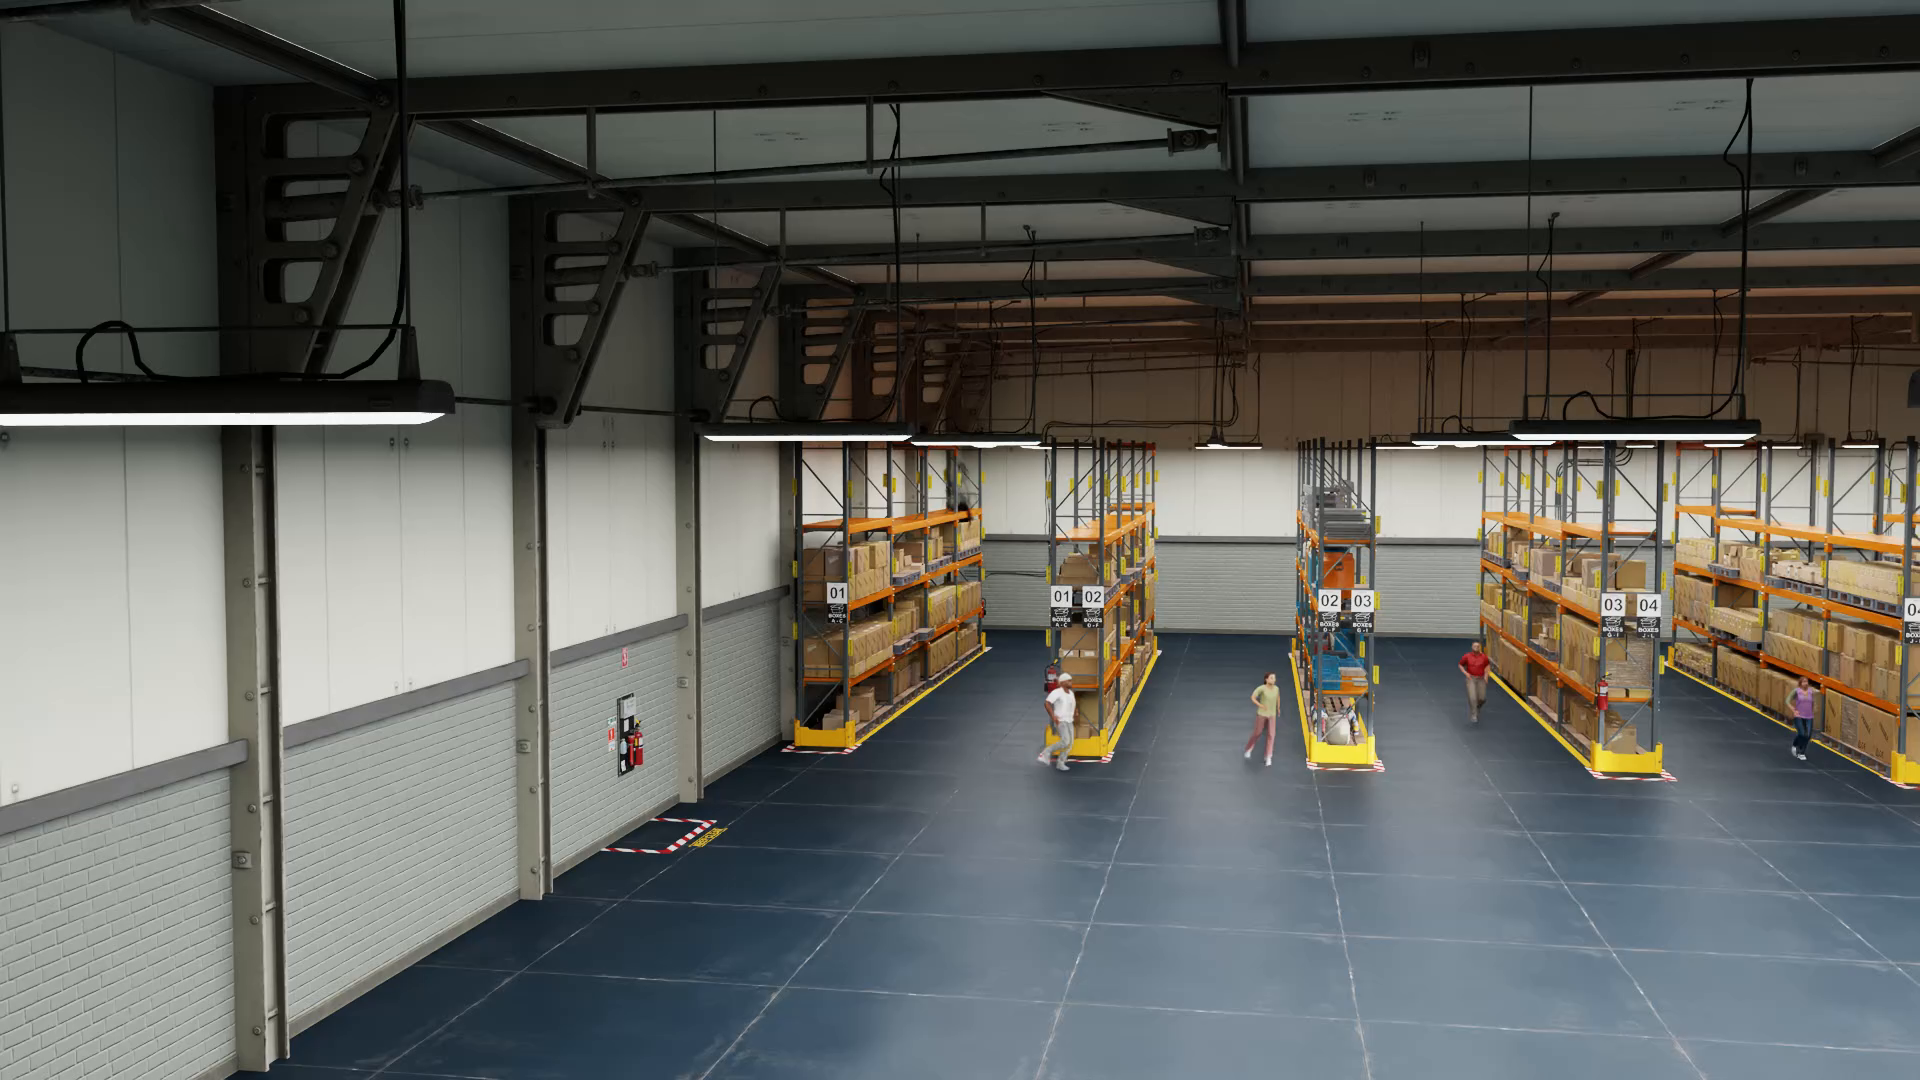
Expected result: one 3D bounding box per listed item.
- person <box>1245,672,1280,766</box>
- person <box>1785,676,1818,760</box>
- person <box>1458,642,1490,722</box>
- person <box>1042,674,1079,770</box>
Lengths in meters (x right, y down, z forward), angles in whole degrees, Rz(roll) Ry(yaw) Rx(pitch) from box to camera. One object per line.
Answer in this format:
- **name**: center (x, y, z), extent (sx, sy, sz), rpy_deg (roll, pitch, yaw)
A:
- **person**: center (5.670, 3.260, 30.695), extent (0.643, 1.666, 0.913), rpy_deg (-1, 3, -11)
- **person**: center (15.651, 3.303, 30.842), extent (0.531, 1.551, 0.540), rpy_deg (0, 3, 4)
- **person**: center (10.952, 3.007, 35.383), extent (0.669, 1.694, 0.571), rpy_deg (0, 3, 7)
- **person**: center (1.854, 3.275, 30.126), extent (0.552, 1.717, 0.767), rpy_deg (2, 4, 37)
